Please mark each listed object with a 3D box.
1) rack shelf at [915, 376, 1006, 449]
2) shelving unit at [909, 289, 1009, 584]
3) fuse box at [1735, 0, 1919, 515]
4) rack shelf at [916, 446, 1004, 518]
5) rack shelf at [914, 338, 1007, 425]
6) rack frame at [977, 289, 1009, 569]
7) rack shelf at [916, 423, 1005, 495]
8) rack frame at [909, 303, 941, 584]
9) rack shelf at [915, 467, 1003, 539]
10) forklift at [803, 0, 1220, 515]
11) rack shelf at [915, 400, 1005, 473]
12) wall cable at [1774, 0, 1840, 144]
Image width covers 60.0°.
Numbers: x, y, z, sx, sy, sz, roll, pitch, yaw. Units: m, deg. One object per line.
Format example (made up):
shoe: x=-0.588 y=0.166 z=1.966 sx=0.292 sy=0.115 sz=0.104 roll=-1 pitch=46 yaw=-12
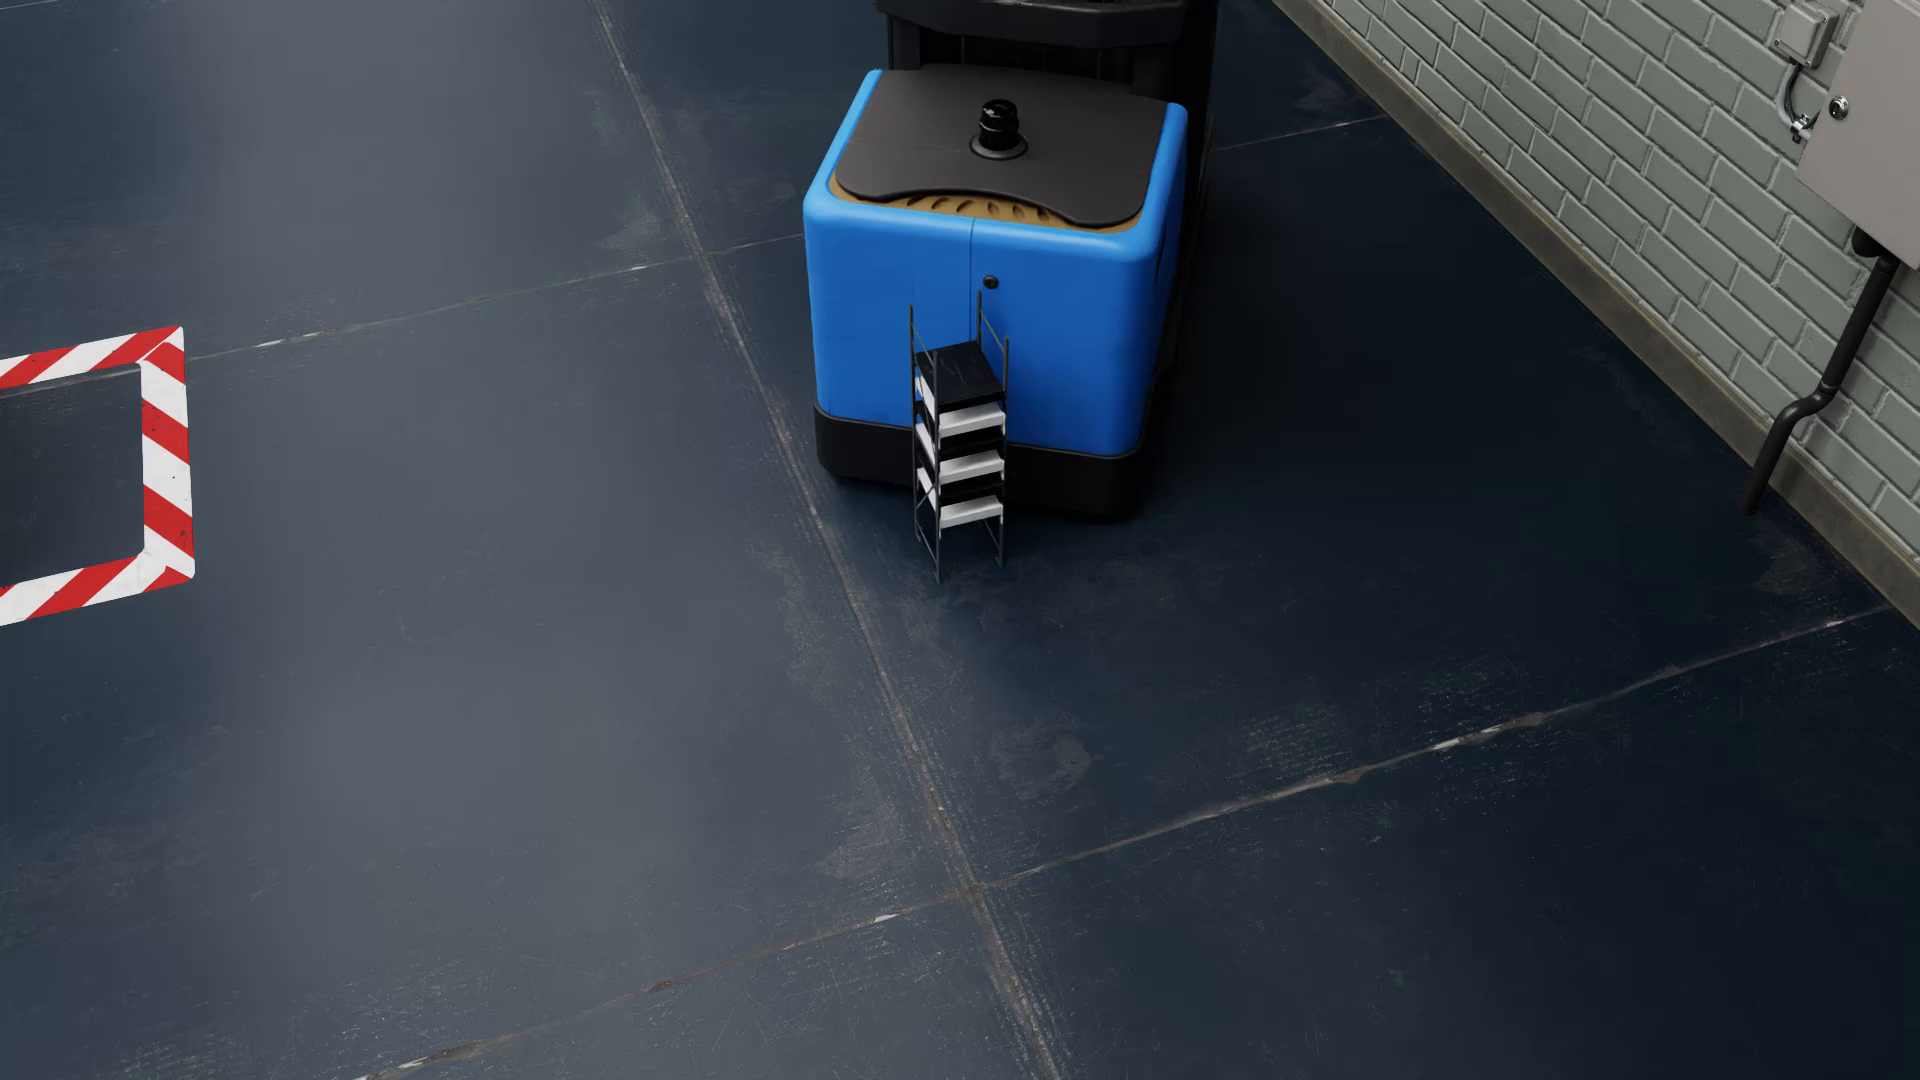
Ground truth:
rack shelf: x=-0.005 y=-0.389 z=4.796 sx=0.200 sy=0.077 sz=0.258 roll=-14 pitch=47 yaw=-13
shelving unit: x=-0.005 y=-0.286 z=4.899 sx=0.210 sy=0.900 sz=0.258 roll=-14 pitch=47 yaw=-13
fuse box: x=2.508 y=-0.679 z=4.718 sx=0.414 sy=1.711 sz=0.539 roll=-14 pitch=47 yaw=-14
rack shelf: x=-0.005 y=-0.199 z=4.987 sx=0.200 sy=0.077 sz=0.258 roll=-14 pitch=47 yaw=-13
rack shelf: x=-0.005 y=-0.453 z=4.732 sx=0.200 sy=0.077 sz=0.258 roll=-14 pitch=47 yaw=-13
rack frame: x=0.091 y=-0.309 z=4.923 sx=0.006 sy=0.900 sz=0.240 roll=-14 pitch=47 yaw=-13
rack shelf: x=-0.005 y=-0.262 z=4.923 sx=0.200 sy=0.077 sz=0.258 roll=-14 pitch=47 yaw=-13
rack frame: x=-0.101 y=-0.262 z=4.876 sx=0.006 sy=0.900 sz=0.240 roll=-14 pitch=47 yaw=-13
rack shelf: x=-0.005 y=-0.135 z=5.051 sx=0.200 sy=0.077 sz=0.258 roll=-14 pitch=47 yaw=-13
forklift: x=0.351 y=-2.175 z=5.348 sx=1.130 sy=2.935 sz=3.031 roll=9 pitch=46 yaw=9
rack shelf: x=-0.005 y=-0.326 z=4.859 sx=0.200 sy=0.077 sz=0.258 roll=-14 pitch=47 yaw=-13
wall cable: x=2.424 y=-1.985 z=4.393 sx=0.122 sy=1.984 sz=0.588 roll=-14 pitch=47 yaw=-14
